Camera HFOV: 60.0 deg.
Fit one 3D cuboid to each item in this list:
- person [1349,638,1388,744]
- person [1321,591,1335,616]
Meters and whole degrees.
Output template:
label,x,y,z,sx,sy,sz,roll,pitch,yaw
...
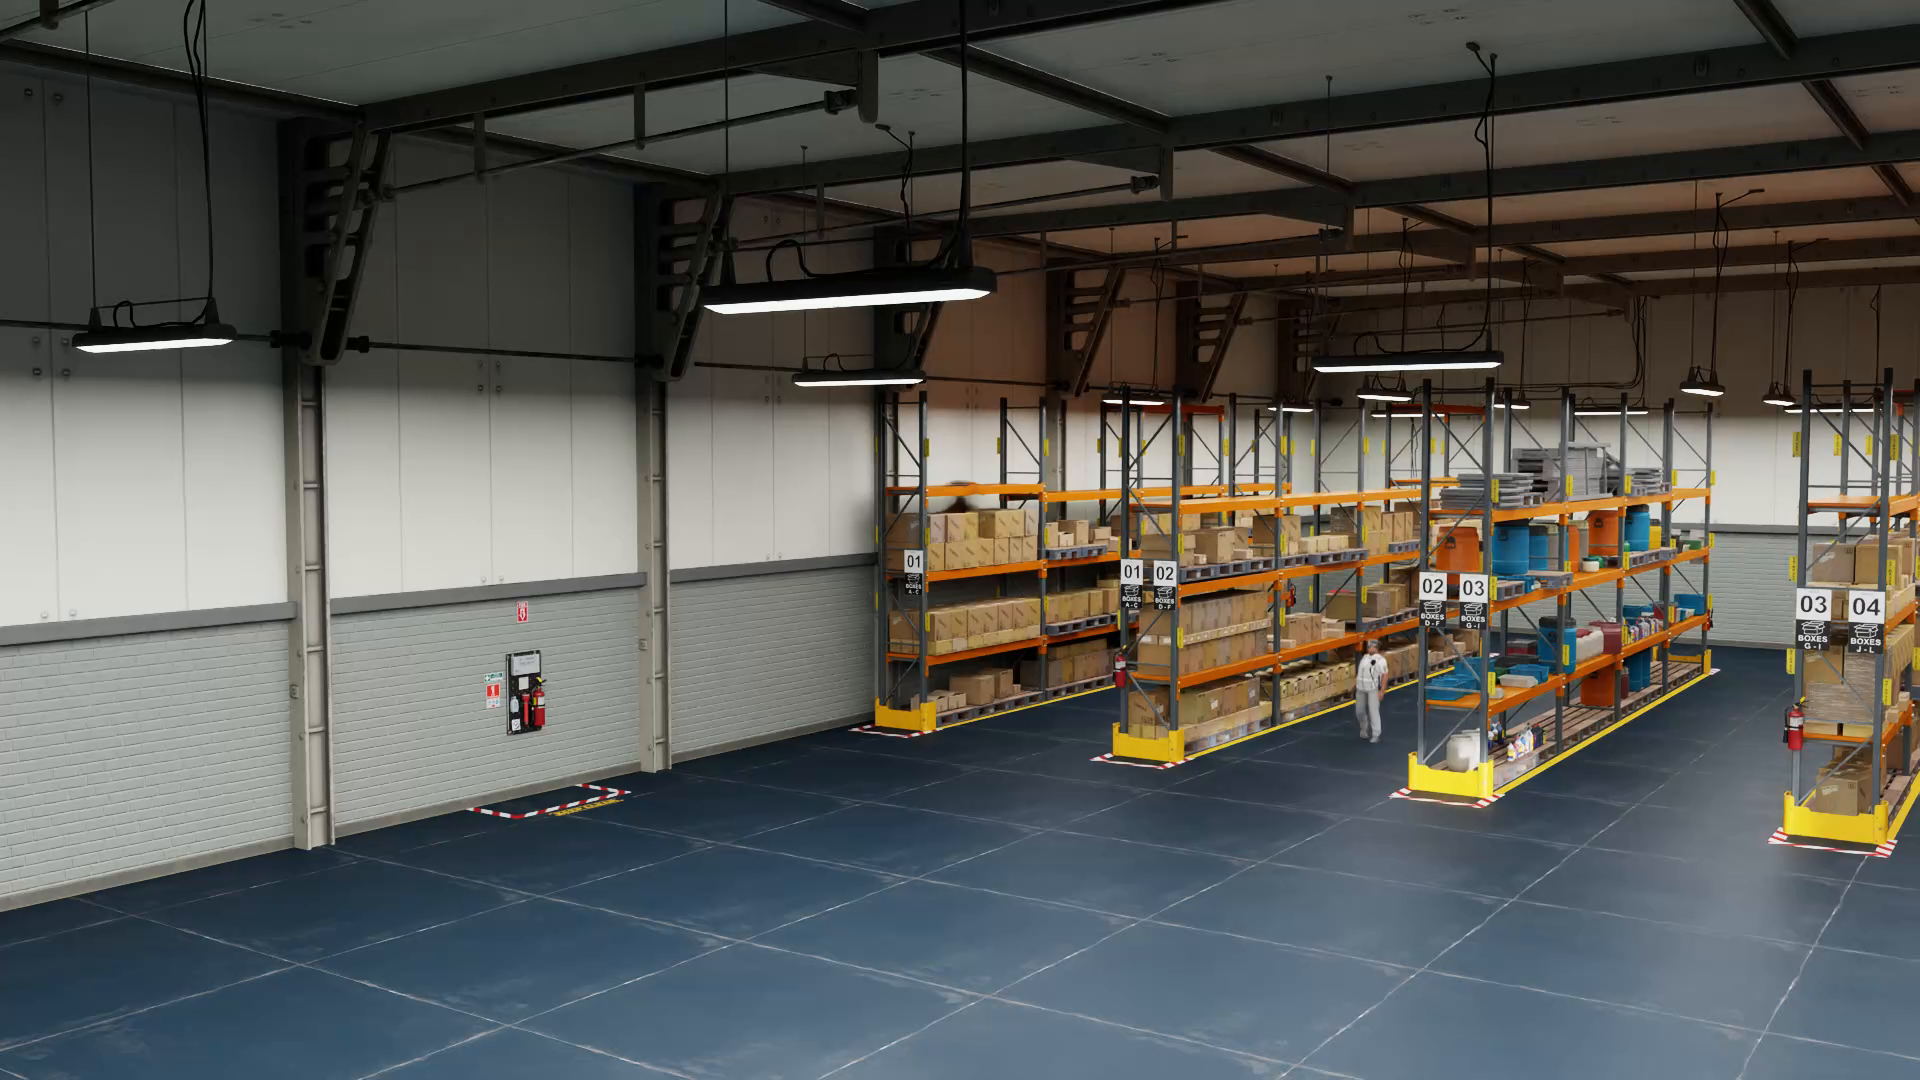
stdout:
label,x,y,z,sx,sy,sz,roll,pitch,yaw
person,7.020,2.557,28.466,0.635,1.752,0.697,3,4,39
person,8.373,2.024,37.618,0.613,1.749,0.994,2,4,34
